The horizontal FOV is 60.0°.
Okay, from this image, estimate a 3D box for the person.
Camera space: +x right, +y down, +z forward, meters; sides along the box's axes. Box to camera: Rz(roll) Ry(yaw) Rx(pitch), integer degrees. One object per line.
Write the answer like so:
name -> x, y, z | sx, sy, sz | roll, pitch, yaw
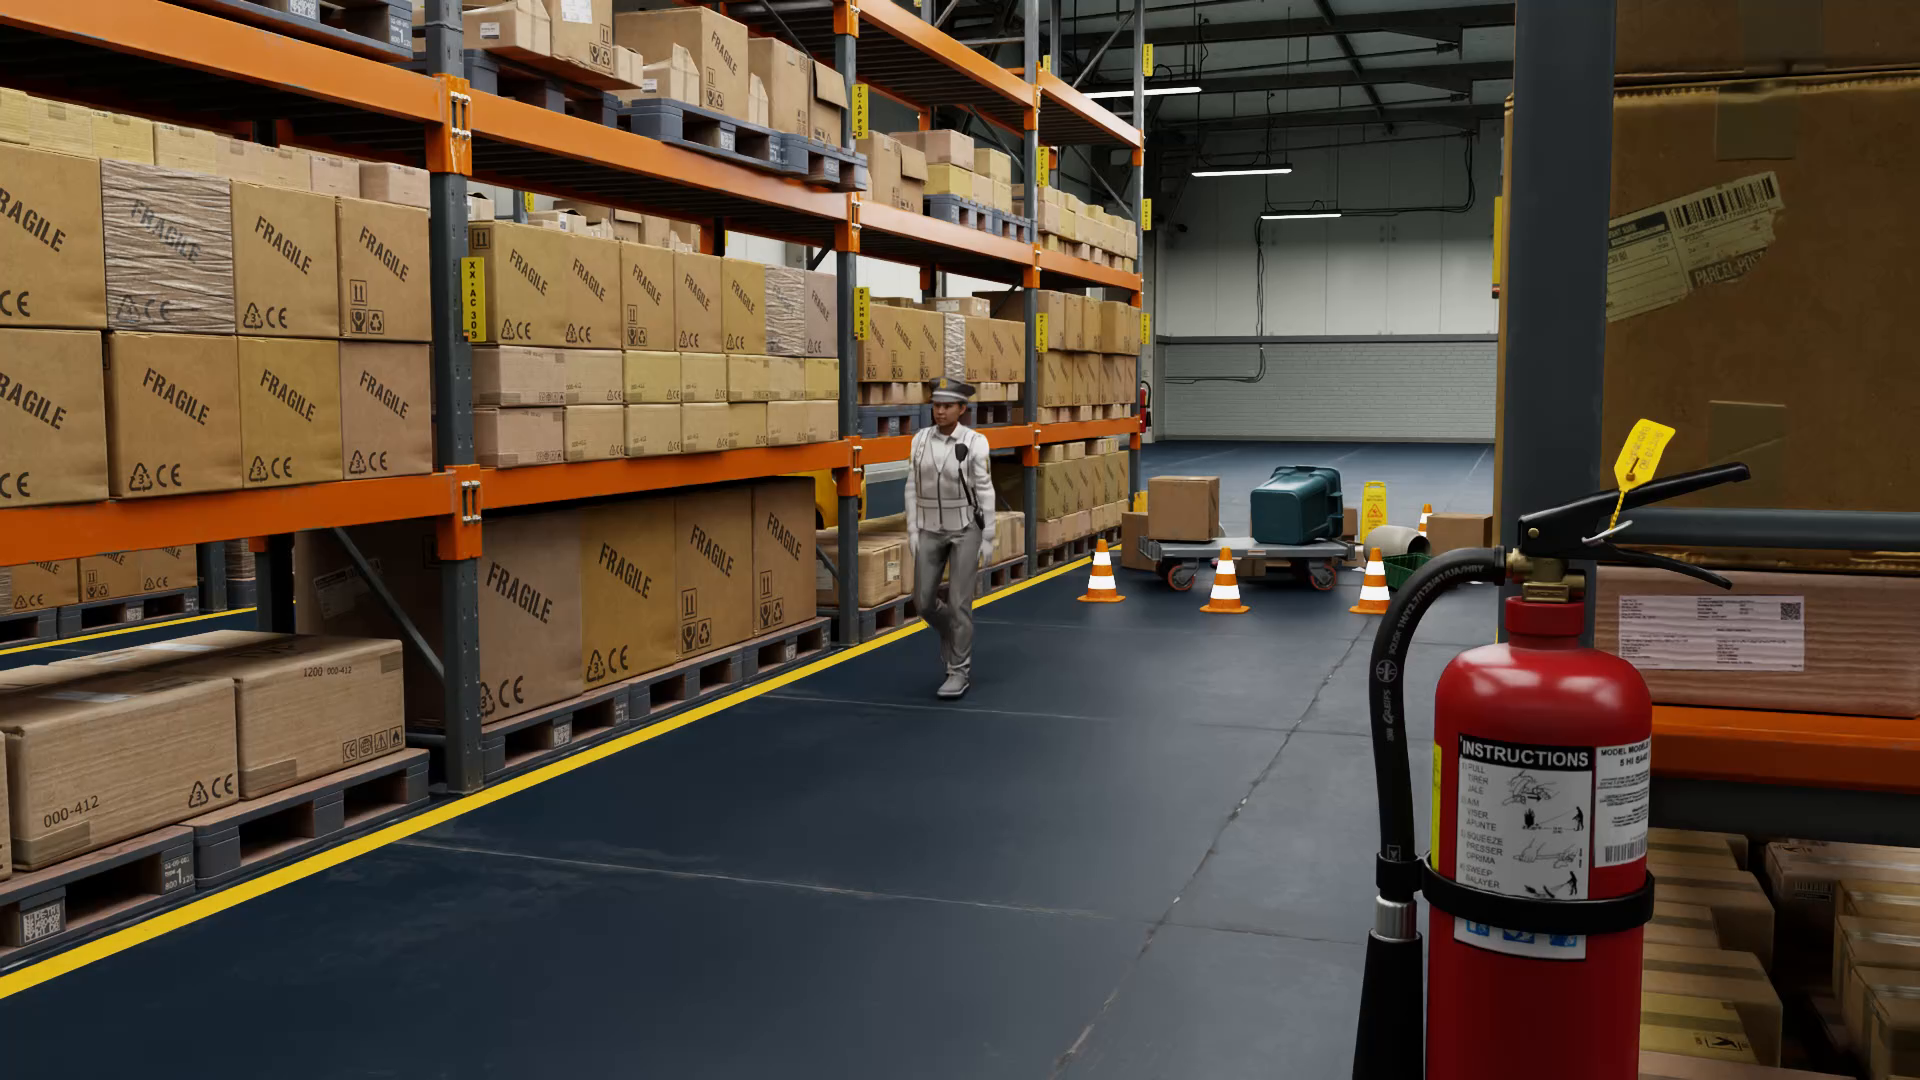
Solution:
person -> -0.028, -0.035, 8.887 | 0.501, 1.669, 0.604 | 2, 6, 19
